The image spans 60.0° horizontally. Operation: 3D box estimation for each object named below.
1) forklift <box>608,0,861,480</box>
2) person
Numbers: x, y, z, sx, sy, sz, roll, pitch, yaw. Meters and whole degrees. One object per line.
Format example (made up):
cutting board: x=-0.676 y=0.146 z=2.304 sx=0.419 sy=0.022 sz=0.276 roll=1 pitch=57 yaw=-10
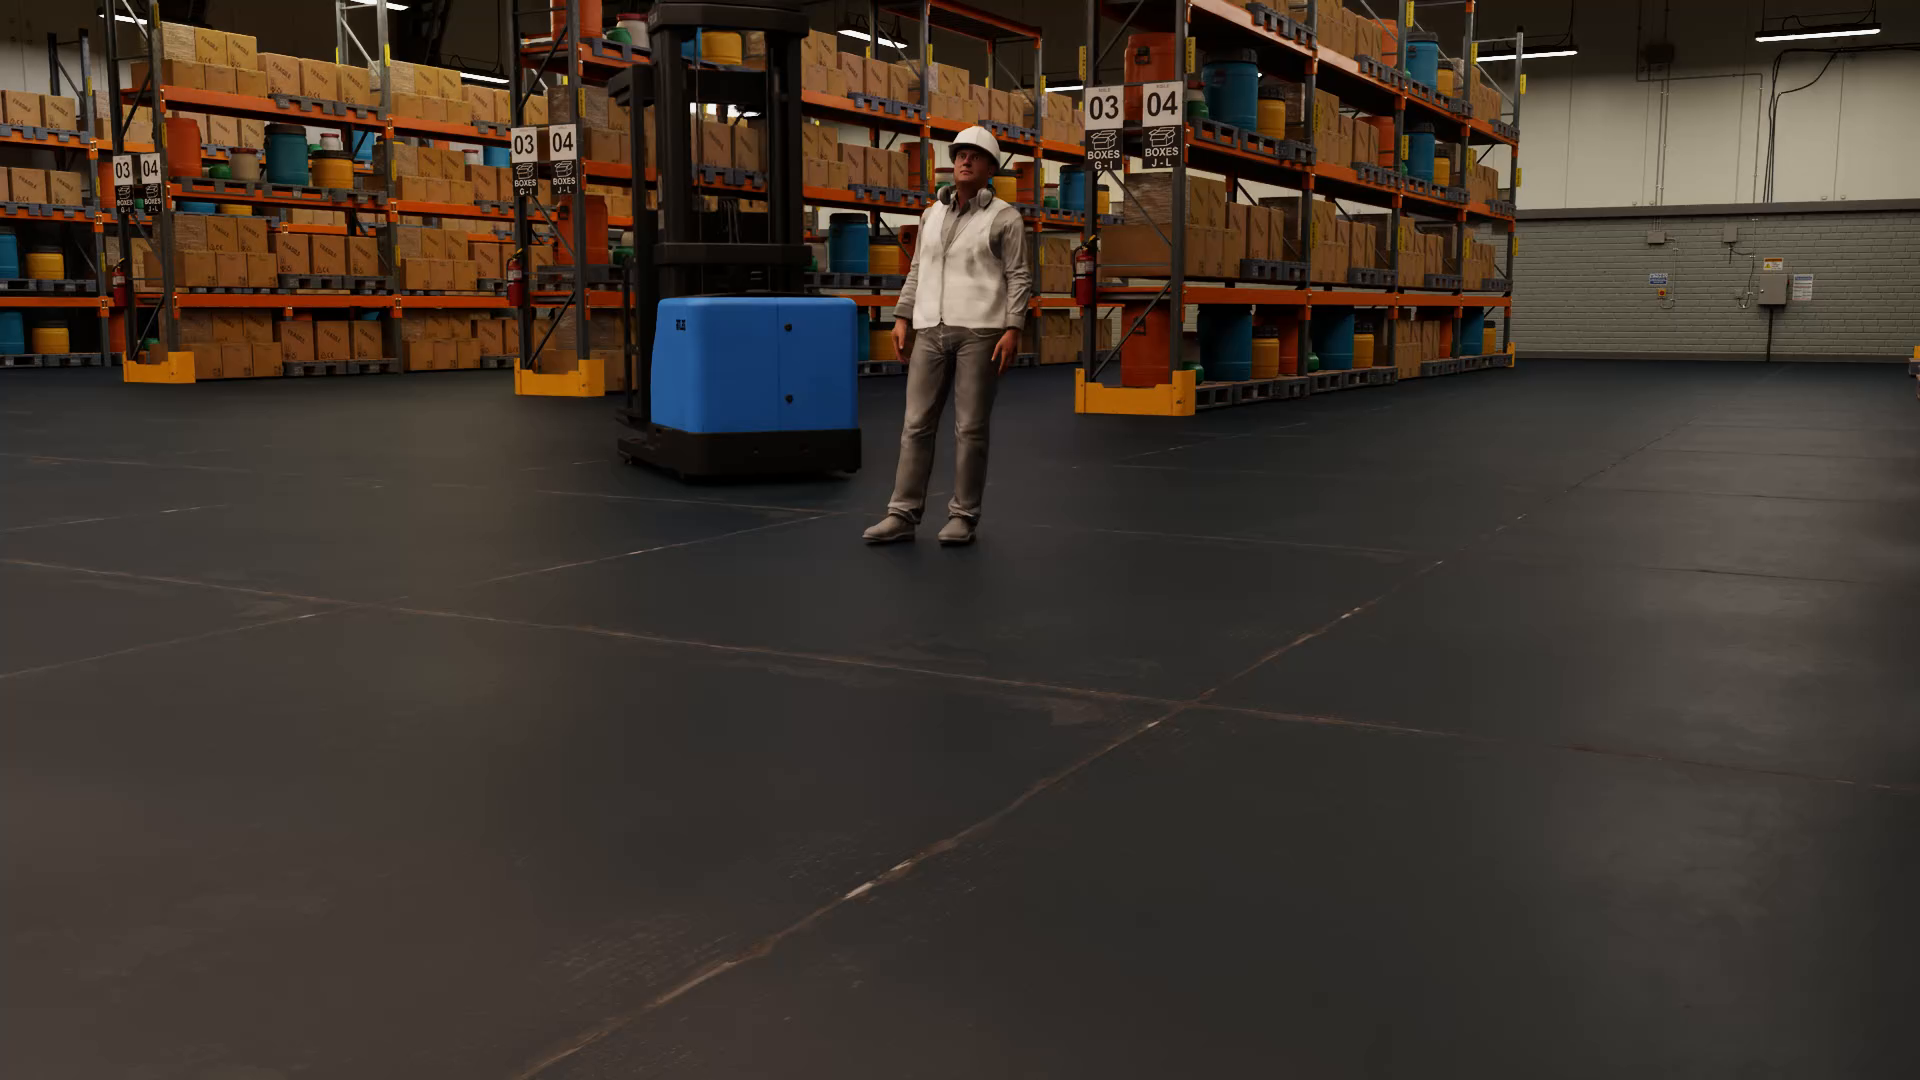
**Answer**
forklift: x=-1.630 y=-1.961 z=10.805 sx=1.130 sy=2.935 sz=3.031 roll=-3 pitch=9 yaw=-23
person: x=-0.037 y=-0.879 z=7.140 sx=0.633 sy=1.775 sz=0.566 roll=4 pitch=9 yaw=29
